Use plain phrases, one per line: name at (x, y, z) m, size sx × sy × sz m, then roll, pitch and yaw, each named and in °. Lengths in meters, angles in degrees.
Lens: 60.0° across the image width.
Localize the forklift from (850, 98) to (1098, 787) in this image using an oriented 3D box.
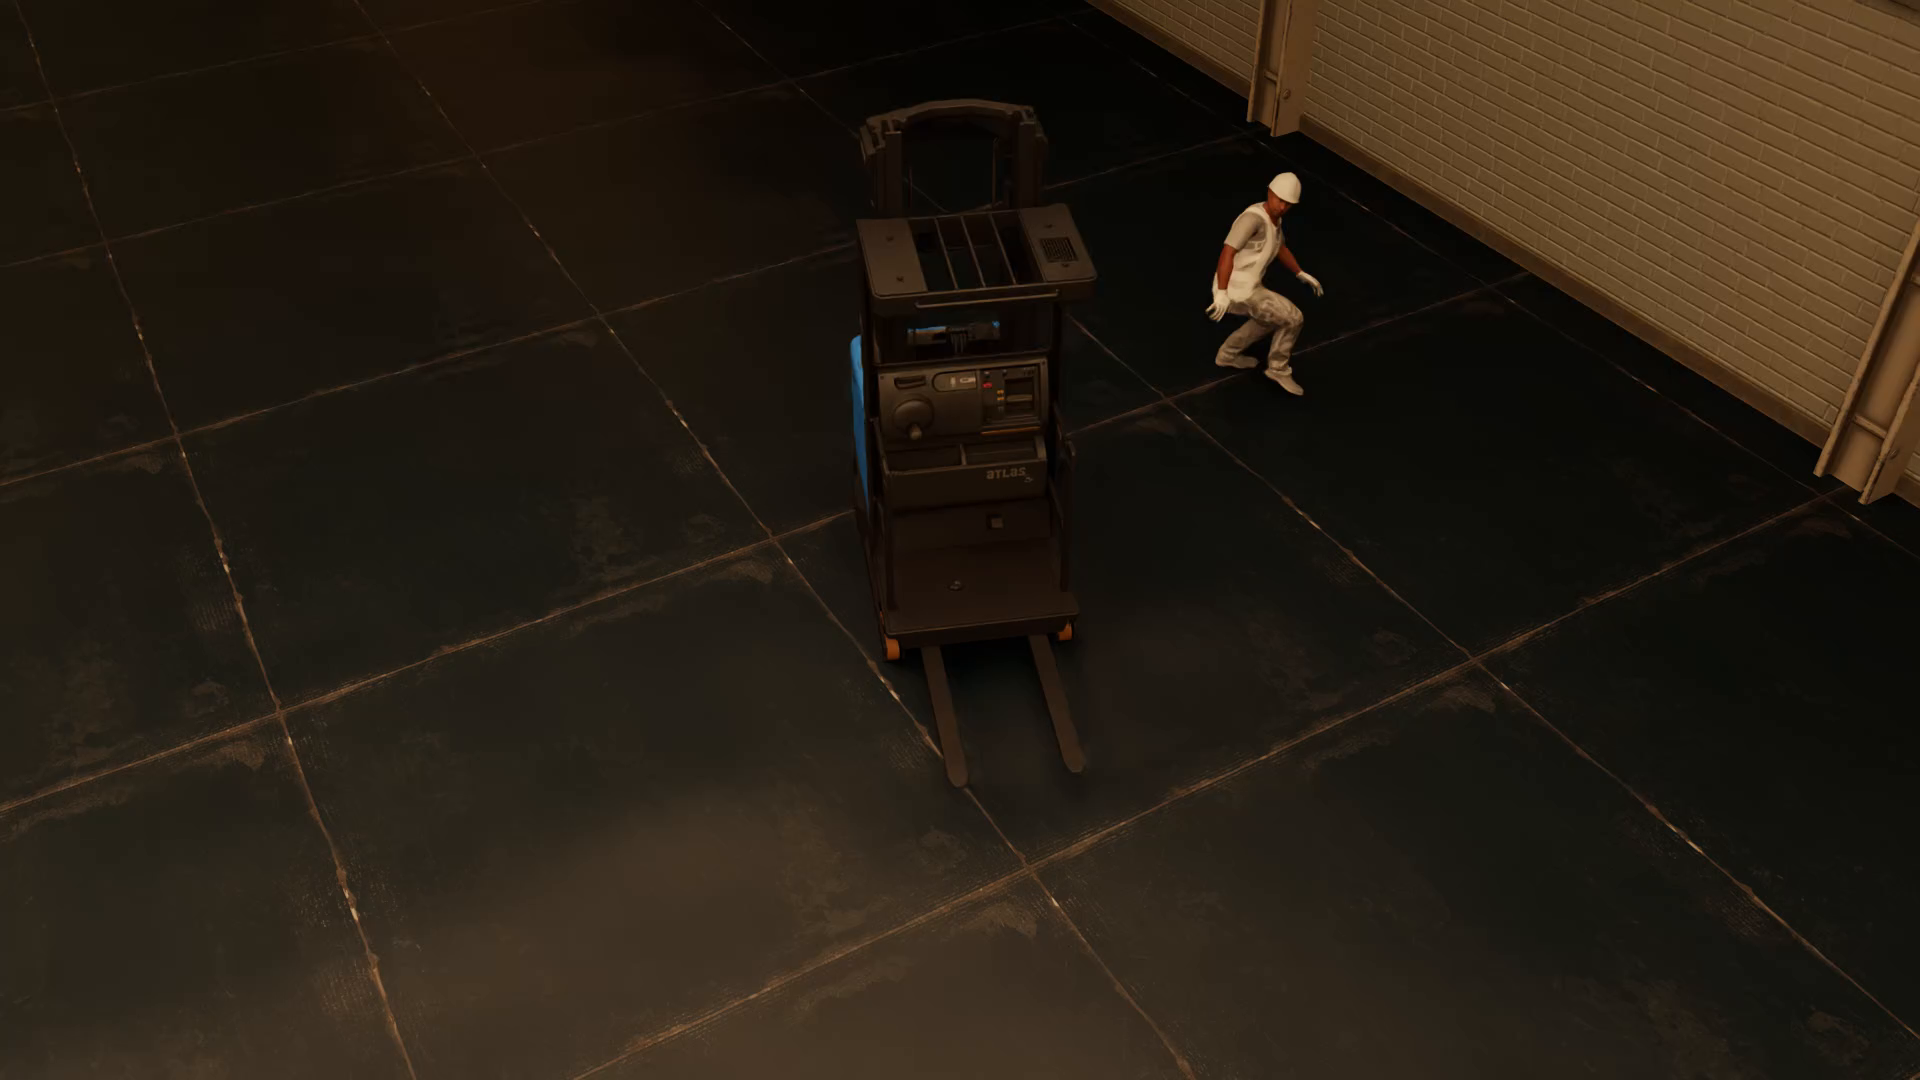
forklift at (0.059, -0.688, 8.865) m, size 1.130 × 2.935 × 3.031 m, roll -6°, pitch 40°, yaw -7°

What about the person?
person at (2.065, -1.695, 11.182) m, size 0.781 × 1.557 × 0.802 m, roll 7°, pitch 40°, yaw 8°
